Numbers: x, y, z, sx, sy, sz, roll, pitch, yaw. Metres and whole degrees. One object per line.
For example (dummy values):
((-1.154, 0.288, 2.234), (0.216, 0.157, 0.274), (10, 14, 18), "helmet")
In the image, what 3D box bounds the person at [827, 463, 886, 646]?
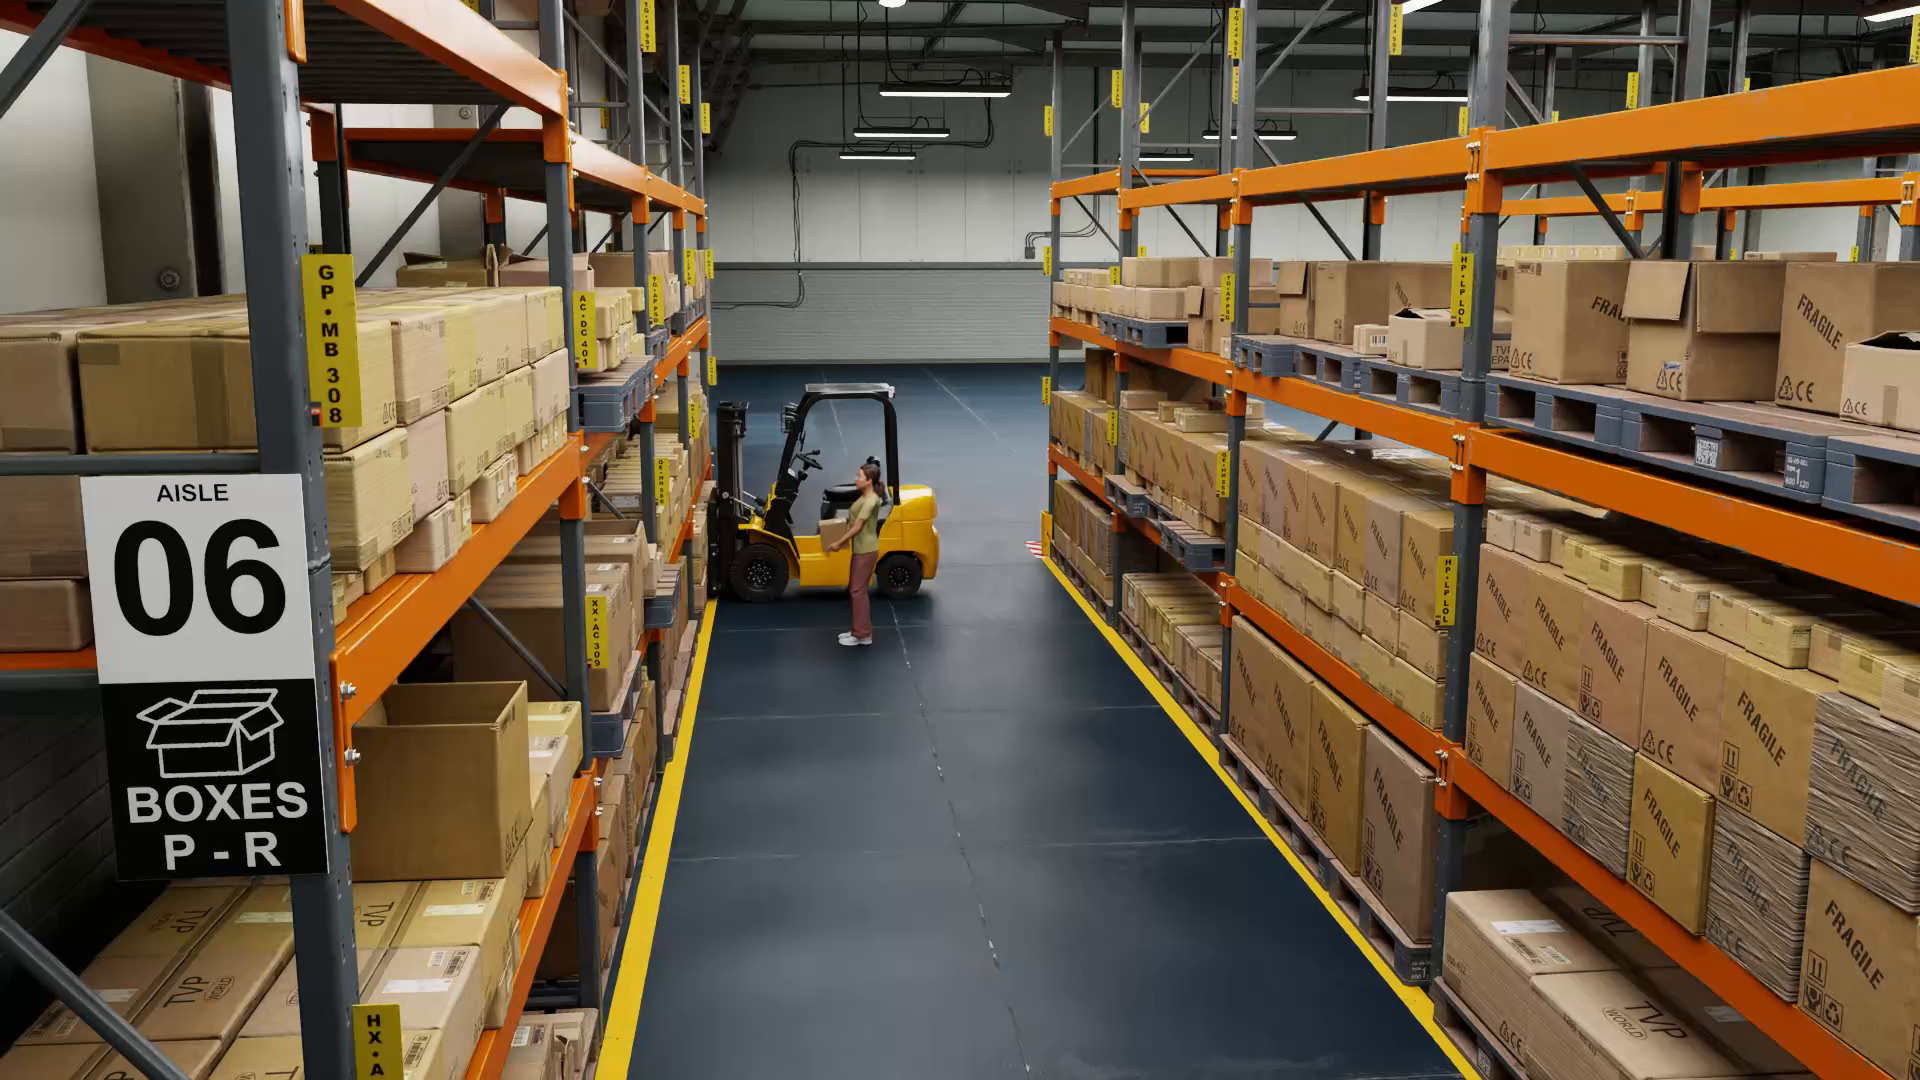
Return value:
((-0.946, 0.128, 15.223), (0.547, 1.666, 0.426), (-1, 10, -5), "person")
